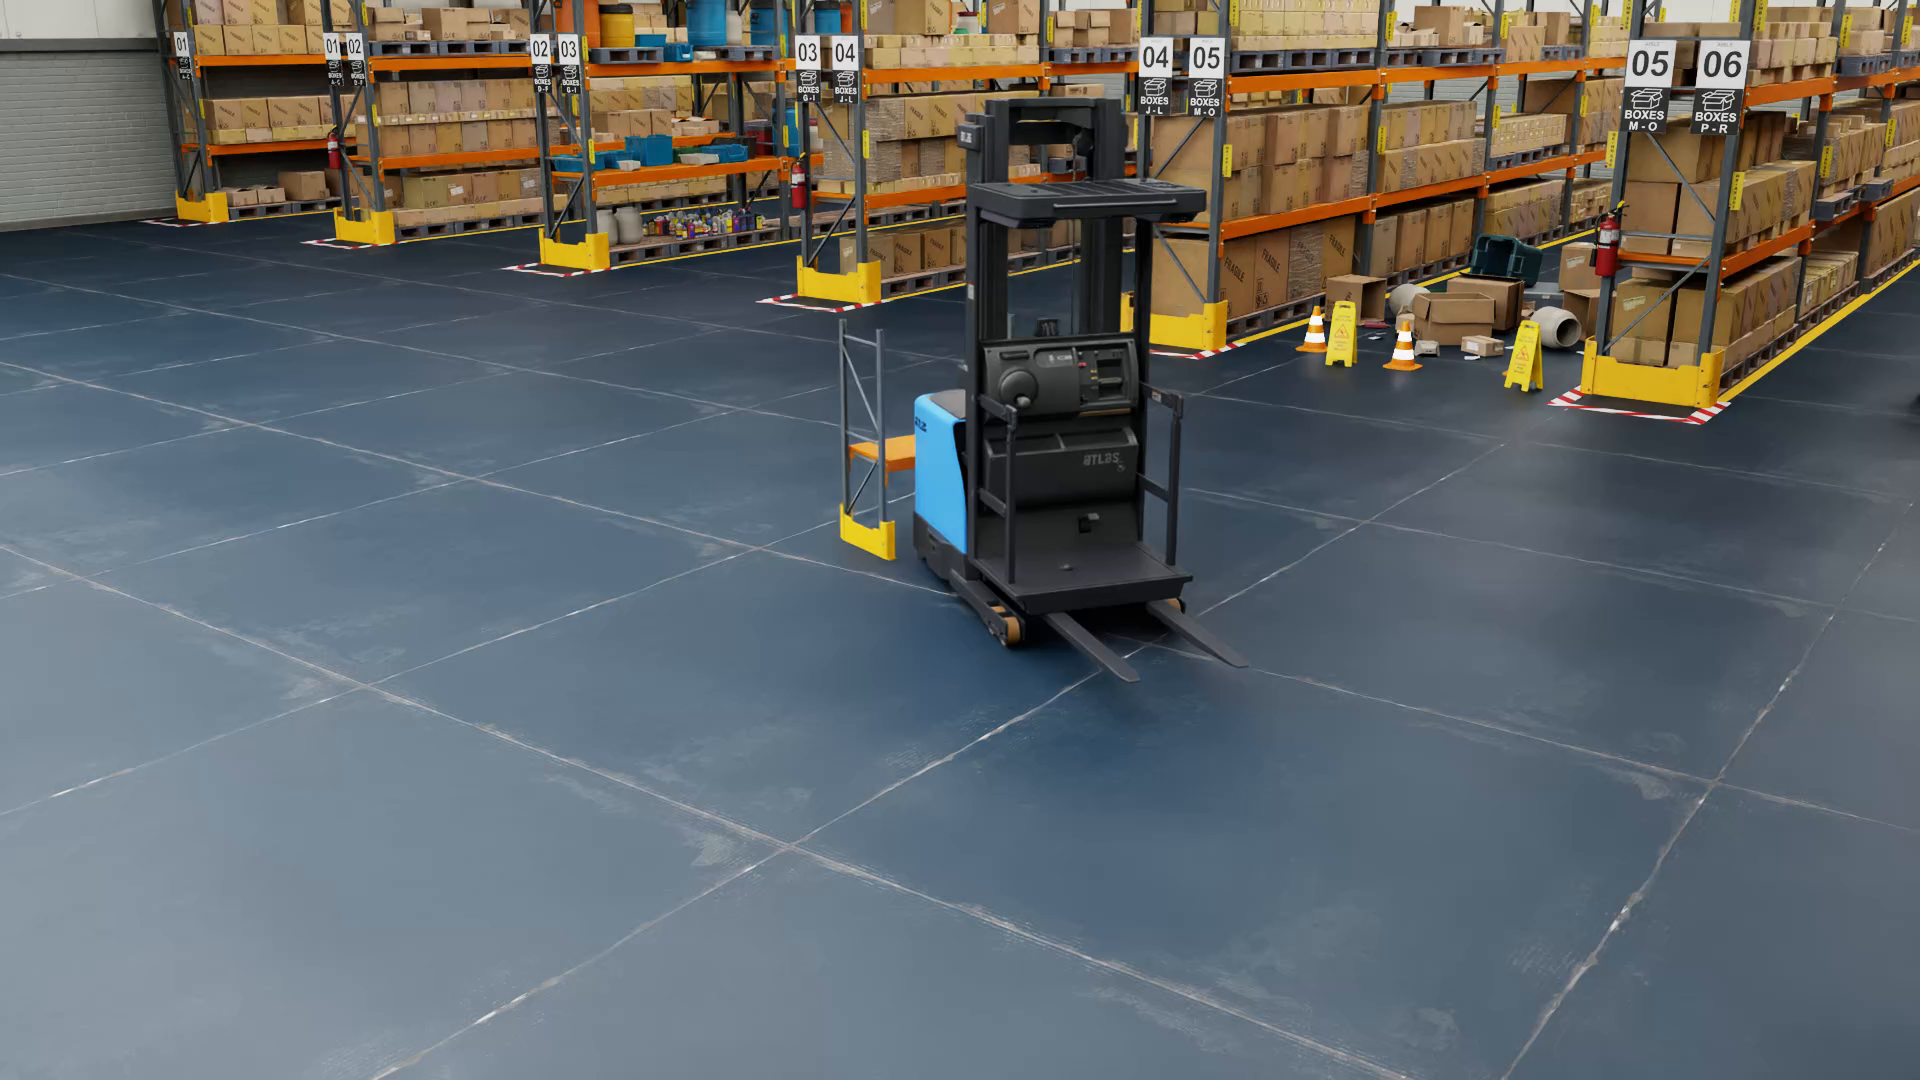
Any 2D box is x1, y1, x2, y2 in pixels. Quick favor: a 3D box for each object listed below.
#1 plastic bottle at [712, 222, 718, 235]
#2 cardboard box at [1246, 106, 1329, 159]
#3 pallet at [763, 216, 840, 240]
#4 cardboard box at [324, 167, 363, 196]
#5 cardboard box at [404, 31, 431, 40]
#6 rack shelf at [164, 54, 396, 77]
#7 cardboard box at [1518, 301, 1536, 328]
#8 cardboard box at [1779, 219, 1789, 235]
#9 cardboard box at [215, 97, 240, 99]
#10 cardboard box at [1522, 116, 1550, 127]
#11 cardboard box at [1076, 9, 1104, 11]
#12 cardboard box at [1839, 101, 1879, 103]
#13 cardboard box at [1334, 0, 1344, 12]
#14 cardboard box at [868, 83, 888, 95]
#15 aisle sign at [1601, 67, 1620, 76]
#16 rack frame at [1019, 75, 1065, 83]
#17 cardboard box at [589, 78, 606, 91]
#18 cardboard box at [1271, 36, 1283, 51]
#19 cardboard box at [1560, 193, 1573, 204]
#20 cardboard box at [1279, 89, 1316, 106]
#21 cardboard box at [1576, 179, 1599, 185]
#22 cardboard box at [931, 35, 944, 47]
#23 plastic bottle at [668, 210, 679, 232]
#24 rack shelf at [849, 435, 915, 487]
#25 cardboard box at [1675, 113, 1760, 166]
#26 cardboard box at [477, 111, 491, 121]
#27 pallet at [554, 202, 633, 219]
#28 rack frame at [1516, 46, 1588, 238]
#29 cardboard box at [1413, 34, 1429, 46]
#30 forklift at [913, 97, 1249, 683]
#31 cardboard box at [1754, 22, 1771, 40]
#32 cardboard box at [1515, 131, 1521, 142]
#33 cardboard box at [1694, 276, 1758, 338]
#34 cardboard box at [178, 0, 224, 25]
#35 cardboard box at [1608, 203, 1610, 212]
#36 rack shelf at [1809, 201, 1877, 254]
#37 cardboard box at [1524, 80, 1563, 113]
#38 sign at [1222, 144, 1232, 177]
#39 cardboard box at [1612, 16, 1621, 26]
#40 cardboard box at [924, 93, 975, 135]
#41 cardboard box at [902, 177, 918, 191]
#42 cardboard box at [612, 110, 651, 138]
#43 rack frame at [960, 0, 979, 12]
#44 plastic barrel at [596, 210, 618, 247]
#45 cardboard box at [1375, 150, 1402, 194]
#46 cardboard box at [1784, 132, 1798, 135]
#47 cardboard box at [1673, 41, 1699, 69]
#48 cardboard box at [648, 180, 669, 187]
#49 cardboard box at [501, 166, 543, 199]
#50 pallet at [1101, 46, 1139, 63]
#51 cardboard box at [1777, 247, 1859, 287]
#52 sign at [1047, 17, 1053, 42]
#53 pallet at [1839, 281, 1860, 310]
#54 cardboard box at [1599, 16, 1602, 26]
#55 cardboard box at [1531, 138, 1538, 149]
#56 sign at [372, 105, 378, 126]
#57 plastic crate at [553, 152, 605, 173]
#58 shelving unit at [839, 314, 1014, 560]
[{"bbox_3d":[-3.786,-4.801,25.623,0.097,0.201,0.097,0,17,0],"label":"plastic bottle"},{"bbox_3d":[3.808,-4.799,19.567,0.875,0.550,0.550,12,21,35],"label":"cardboard box"},{"bbox_3d":[-2.742,-5.188,27.593,1.003,0.211,1.213,12,21,35],"label":"pallet"},{"bbox_3d":[-11.721,-6.838,31.679,0.500,0.500,0.500,11,20,31],"label":"cardboard box"},{"bbox_3d":[-8.695,-8.078,26.620,0.380,0.149,0.250,12,21,35],"label":"cardboard box"},{"bbox_3d":[-12.327,-8.689,30.320,1.077,0.370,4.000,12,21,35],"label":"rack shelf"},{"bbox_3d":[6.549,-2.578,19.099,0.258,0.266,0.396,-1,17,-3],"label":"cardboard box"},{"bbox_3d":[8.208,-3.206,16.933,0.380,0.149,0.250,12,21,34],"label":"cardboard box"},{"bbox_3d":[-13.100,-7.687,29.895,0.500,0.500,0.500,13,21,35],"label":"cardboard box"},{"bbox_3d":[8.935,-6.502,25.835,0.380,0.149,0.250,12,21,35],"label":"cardboard box"},{"bbox_3d":[2.097,-7.814,25.280,0.500,0.500,0.500,12,21,33],"label":"cardboard box"},{"bbox_3d":[12.450,-5.831,23.107,0.500,0.500,0.500,12,21,33],"label":"cardboard box"},{"bbox_3d":[4.157,-6.106,18.994,0.380,0.149,0.250,13,21,35],"label":"cardboard box"},{"bbox_3d":[-1.881,-9.695,35.550,0.500,0.500,0.500,13,22,36],"label":"cardboard box"},{"bbox_3d":[11.675,-8.720,29.881,0.394,0.787,0.004,12,21,35],"label":"aisle sign"},{"bbox_3d":[1.588,-8.231,32.691,1.000,3.000,0.127,12,21,35],"label":"rack frame"},{"bbox_3d":[-7.955,-9.777,35.701,0.500,0.250,0.500,12,21,34],"label":"cardboard box"},{"bbox_3d":[3.252,-5.364,17.947,0.380,0.149,0.250,13,21,35],"label":"cardboard box"},{"bbox_3d":[9.861,-5.624,27.391,0.380,0.149,0.250,13,22,37],"label":"cardboard box"},{"bbox_3d":[6.056,-7.853,29.961,0.500,0.500,0.500,12,21,35],"label":"cardboard box"},{"bbox_3d":[11.220,-6.379,29.824,0.380,0.149,0.250,13,21,36],"label":"cardboard box"},{"bbox_3d":[-0.432,-6.377,21.245,0.380,0.149,0.250,11,21,32],"label":"cardboard box"},{"bbox_3d":[-4.469,-4.961,25.886,0.144,0.351,0.185,13,22,37],"label":"plastic bottle"},{"bbox_3d":[-0.213,-0.575,11.172,1.000,0.185,0.538,-12,21,-33],"label":"rack shelf"},{"bbox_3d":[7.679,-4.067,16.927,0.700,0.500,0.500,12,21,33],"label":"cardboard box"},{"bbox_3d":[-8.058,-7.090,27.756,0.380,0.149,0.250,13,22,36],"label":"cardboard box"},{"bbox_3d":[-6.747,-6.052,30.377,1.003,0.211,1.213,12,21,35],"label":"pallet"},{"bbox_3d":[9.489,-6.455,26.972,1.000,3.000,0.127,12,21,35],"label":"rack frame"},{"bbox_3d":[5.766,-6.398,21.279,0.380,0.149,0.250,12,21,35],"label":"cardboard box"},{"bbox_3d":[0.657,-0.941,9.330,1.130,2.935,3.031,-6,18,-18],"label":"forklift"},{"bbox_3d":[7.086,-4.600,15.019,0.380,0.149,0.250,12,21,35],"label":"cardboard box"},{"bbox_3d":[8.170,-6.053,24.892,0.380,0.149,0.250,12,21,35],"label":"cardboard box"},{"bbox_3d":[7.399,-2.266,16.147,0.500,0.500,0.500,11,21,33],"label":"cardboard box"},{"bbox_3d":[-13.094,-9.139,28.671,0.500,0.500,0.500,11,20,31],"label":"cardboard box"},{"bbox_3d":[11.189,-5.825,29.042,0.380,0.149,0.250,11,21,32],"label":"cardboard box"},{"bbox_3d":[9.950,-3.832,19.738,1.077,0.370,4.000,12,21,35],"label":"rack shelf"},{"bbox_3d":[9.552,-7.282,27.279,0.500,0.500,0.500,12,21,33],"label":"cardboard box"},{"bbox_3d":[2.781,-3.949,17.308,0.100,0.325,0.005,12,21,35],"label":"sign"},{"bbox_3d":[10.679,-8.576,27.482,0.380,0.149,0.250,14,22,37],"label":"cardboard box"},{"bbox_3d":[-0.144,-5.605,21.879,0.500,0.500,0.500,12,21,35],"label":"cardboard box"},{"bbox_3d":[-0.765,-4.579,21.356,0.380,0.149,0.250,12,21,35],"label":"cardboard box"},{"bbox_3d":[-6.071,-7.674,30.729,0.500,0.500,0.500,12,21,35],"label":"cardboard box"},{"bbox_3d":[-0.005,-12.925,37.690,1.000,3.000,0.127,12,21,35],"label":"rack frame"},{"bbox_3d":[-5.231,-4.555,24.342,0.421,0.512,0.421,0,17,0],"label":"plastic barrel"},{"bbox_3d":[5.252,-4.675,21.072,0.500,0.500,0.500,13,21,35],"label":"cardboard box"},{"bbox_3d":[9.143,-4.358,18.842,0.500,0.500,0.500,13,21,35],"label":"cardboard box"},{"bbox_3d":[6.463,-4.419,15.108,0.500,0.250,0.500,12,21,34],"label":"cardboard box"},{"bbox_3d":[-5.793,-6.778,30.994,0.500,0.311,0.500,13,22,36],"label":"cardboard box"},{"bbox_3d":[-7.563,-6.181,28.754,0.500,0.500,0.500,12,21,35],"label":"cardboard box"},{"bbox_3d":[1.868,-7.169,24.529,1.213,0.211,1.003,12,21,35],"label":"pallet"},{"bbox_3d":[10.797,-3.464,21.065,0.950,0.372,0.625,11,20,31],"label":"cardboard box"},{"bbox_3d":[1.239,-7.035,22.912,0.100,0.325,0.005,12,21,35],"label":"sign"},{"bbox_3d":[10.674,-3.134,20.980,1.003,0.211,1.213,12,21,35],"label":"pallet"},{"bbox_3d":[10.150,-8.400,26.916,0.380,0.149,0.250,12,21,34],"label":"cardboard box"},{"bbox_3d":[8.638,-6.095,25.529,0.380,0.149,0.250,14,22,37],"label":"cardboard box"},{"bbox_3d":[-9.096,-6.601,25.848,0.100,0.325,0.005,12,21,35],"label":"sign"},{"bbox_3d":[-5.504,-5.474,24.063,0.499,0.251,0.616,12,21,35],"label":"plastic crate"},{"bbox_3d":[-0.206,-0.748,11.123,1.083,1.500,0.587,-12,21,-33],"label":"shelving unit"}]
